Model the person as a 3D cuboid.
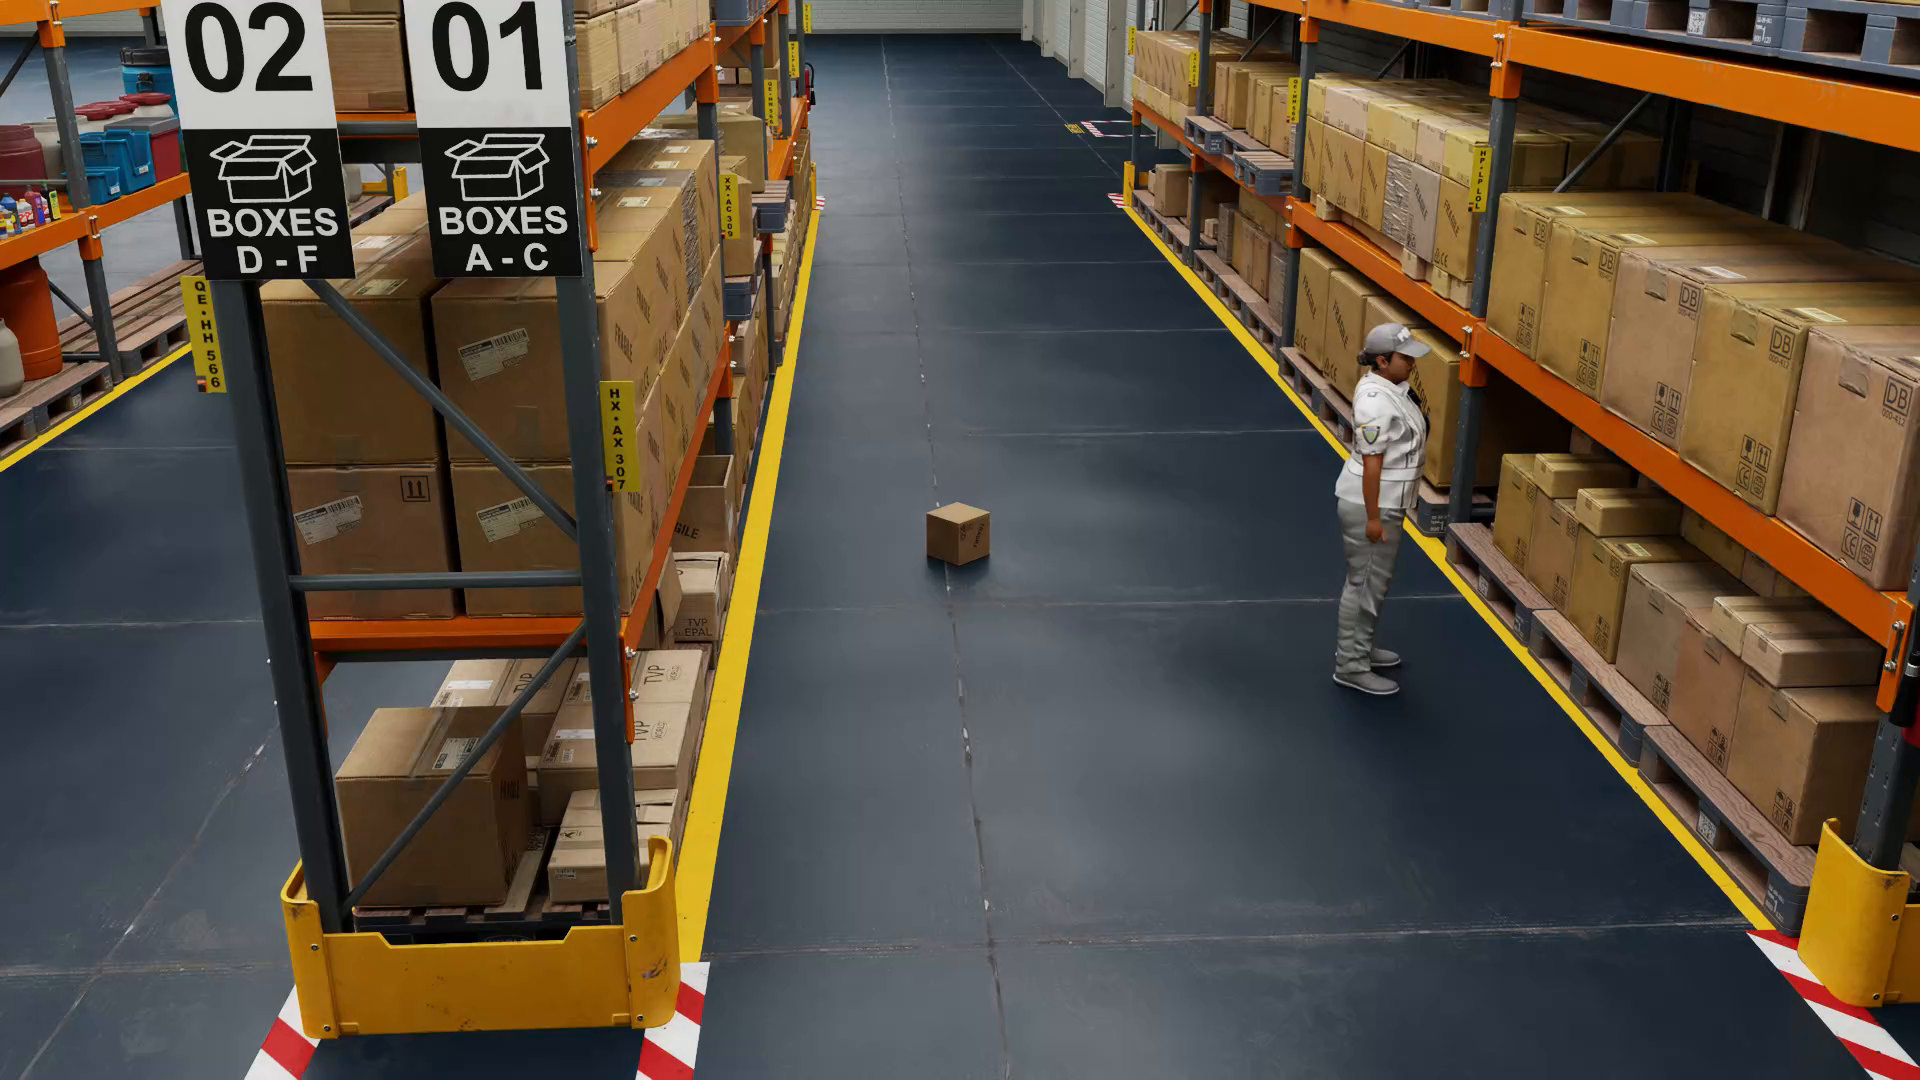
[{"bbox_3d":[1.882,-0.156,7.491,0.387,1.669,0.478,6,21,15],"label":"person"}]
